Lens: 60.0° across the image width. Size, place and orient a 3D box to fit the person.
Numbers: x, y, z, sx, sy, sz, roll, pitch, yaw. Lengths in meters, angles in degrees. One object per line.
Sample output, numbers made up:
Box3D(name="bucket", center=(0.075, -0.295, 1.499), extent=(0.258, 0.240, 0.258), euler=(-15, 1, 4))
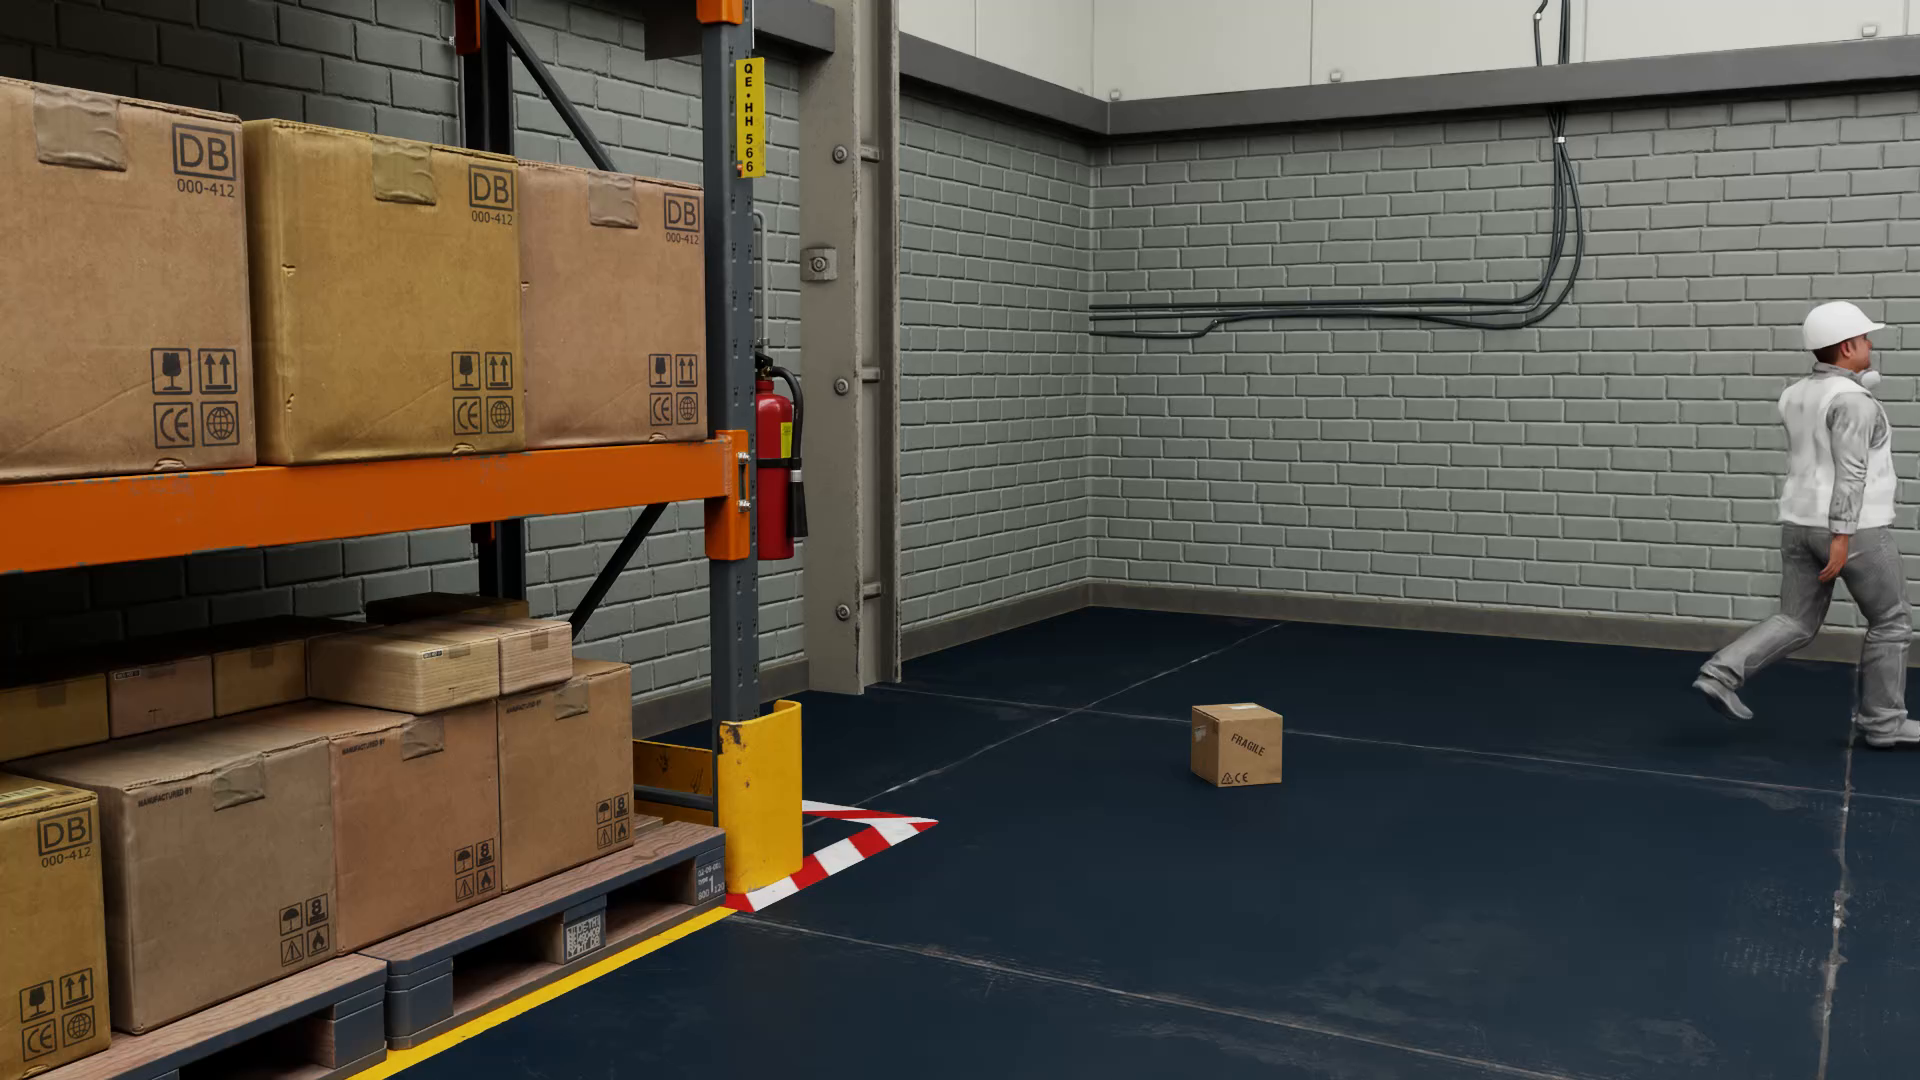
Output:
Box3D(name="person", center=(3.412, -0.060, 6.539), extent=(0.938, 1.738, 0.531), euler=(-1, 6, -7))
